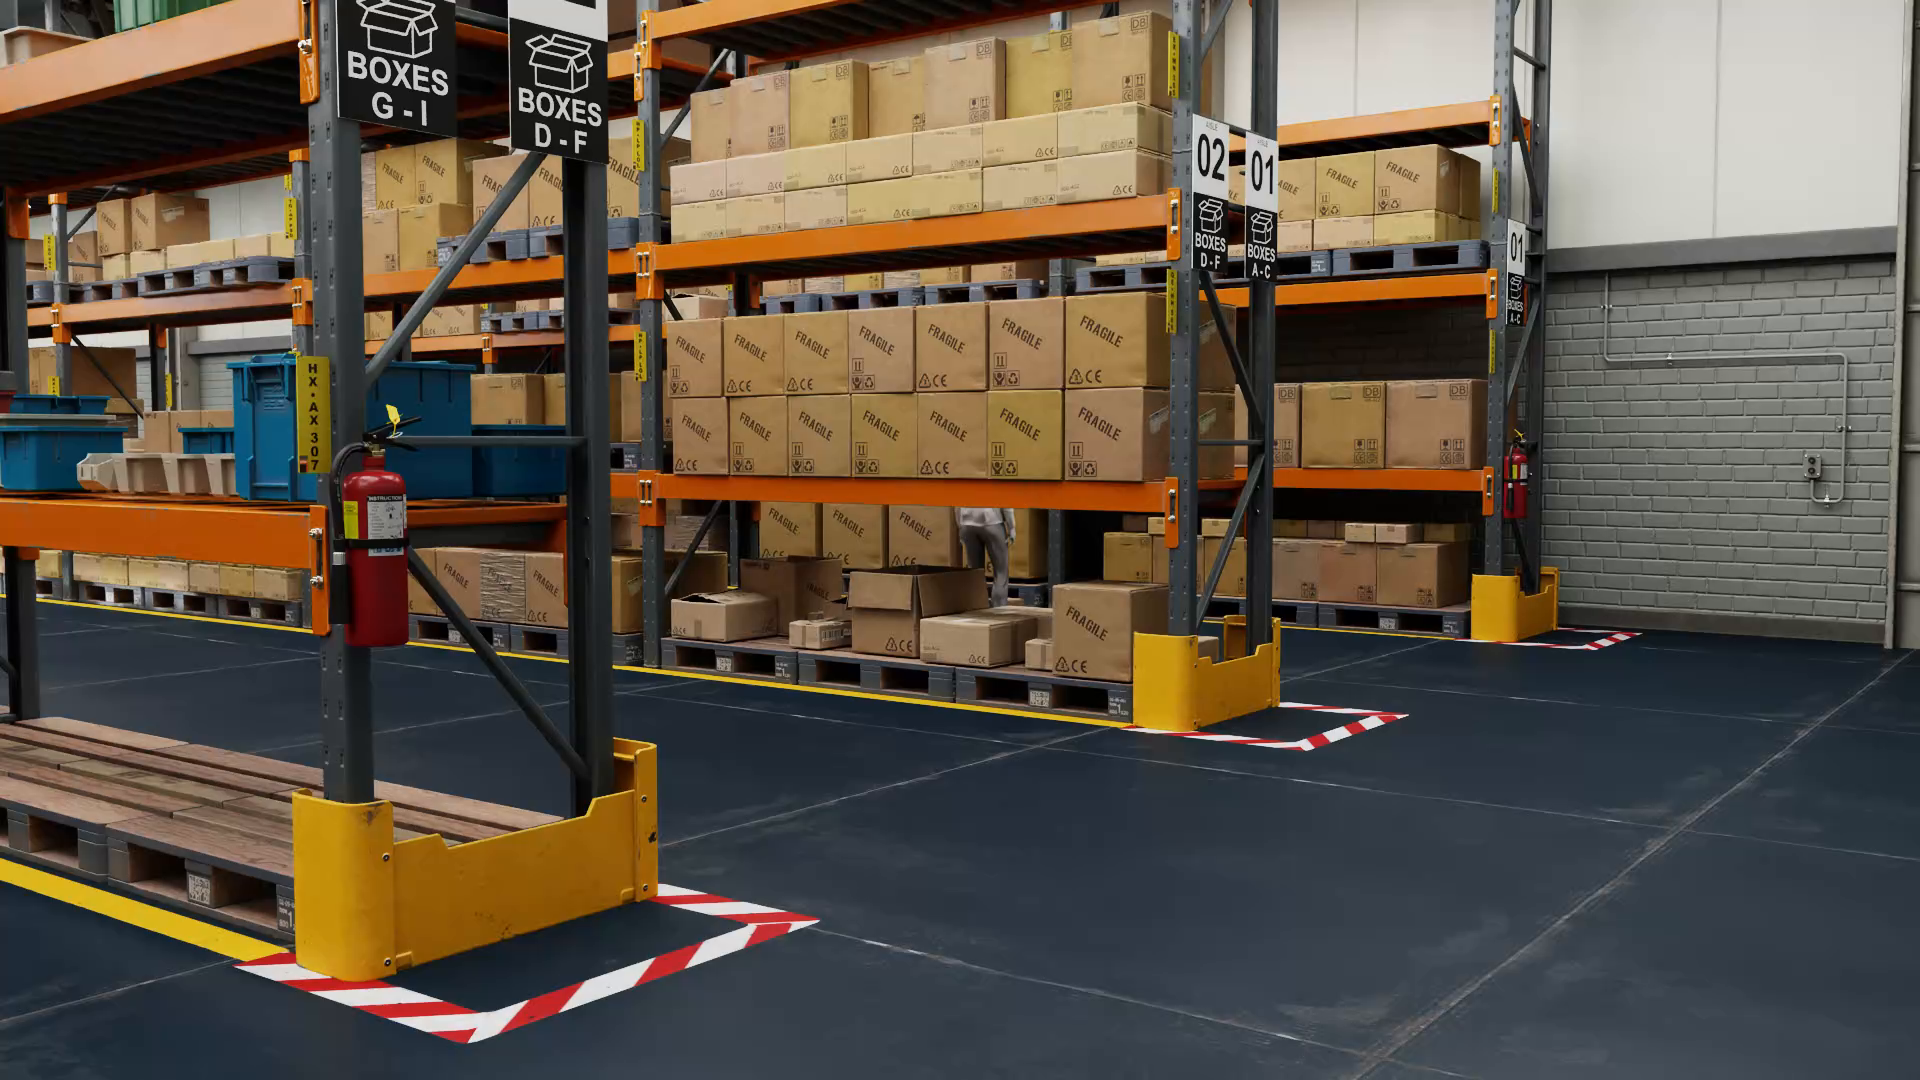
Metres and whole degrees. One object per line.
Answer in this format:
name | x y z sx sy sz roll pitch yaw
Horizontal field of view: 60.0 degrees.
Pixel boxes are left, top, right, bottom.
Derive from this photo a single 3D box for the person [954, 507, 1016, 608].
person | 0.204 -0.090 13.200 0.534 1.661 0.374 2 4 33
